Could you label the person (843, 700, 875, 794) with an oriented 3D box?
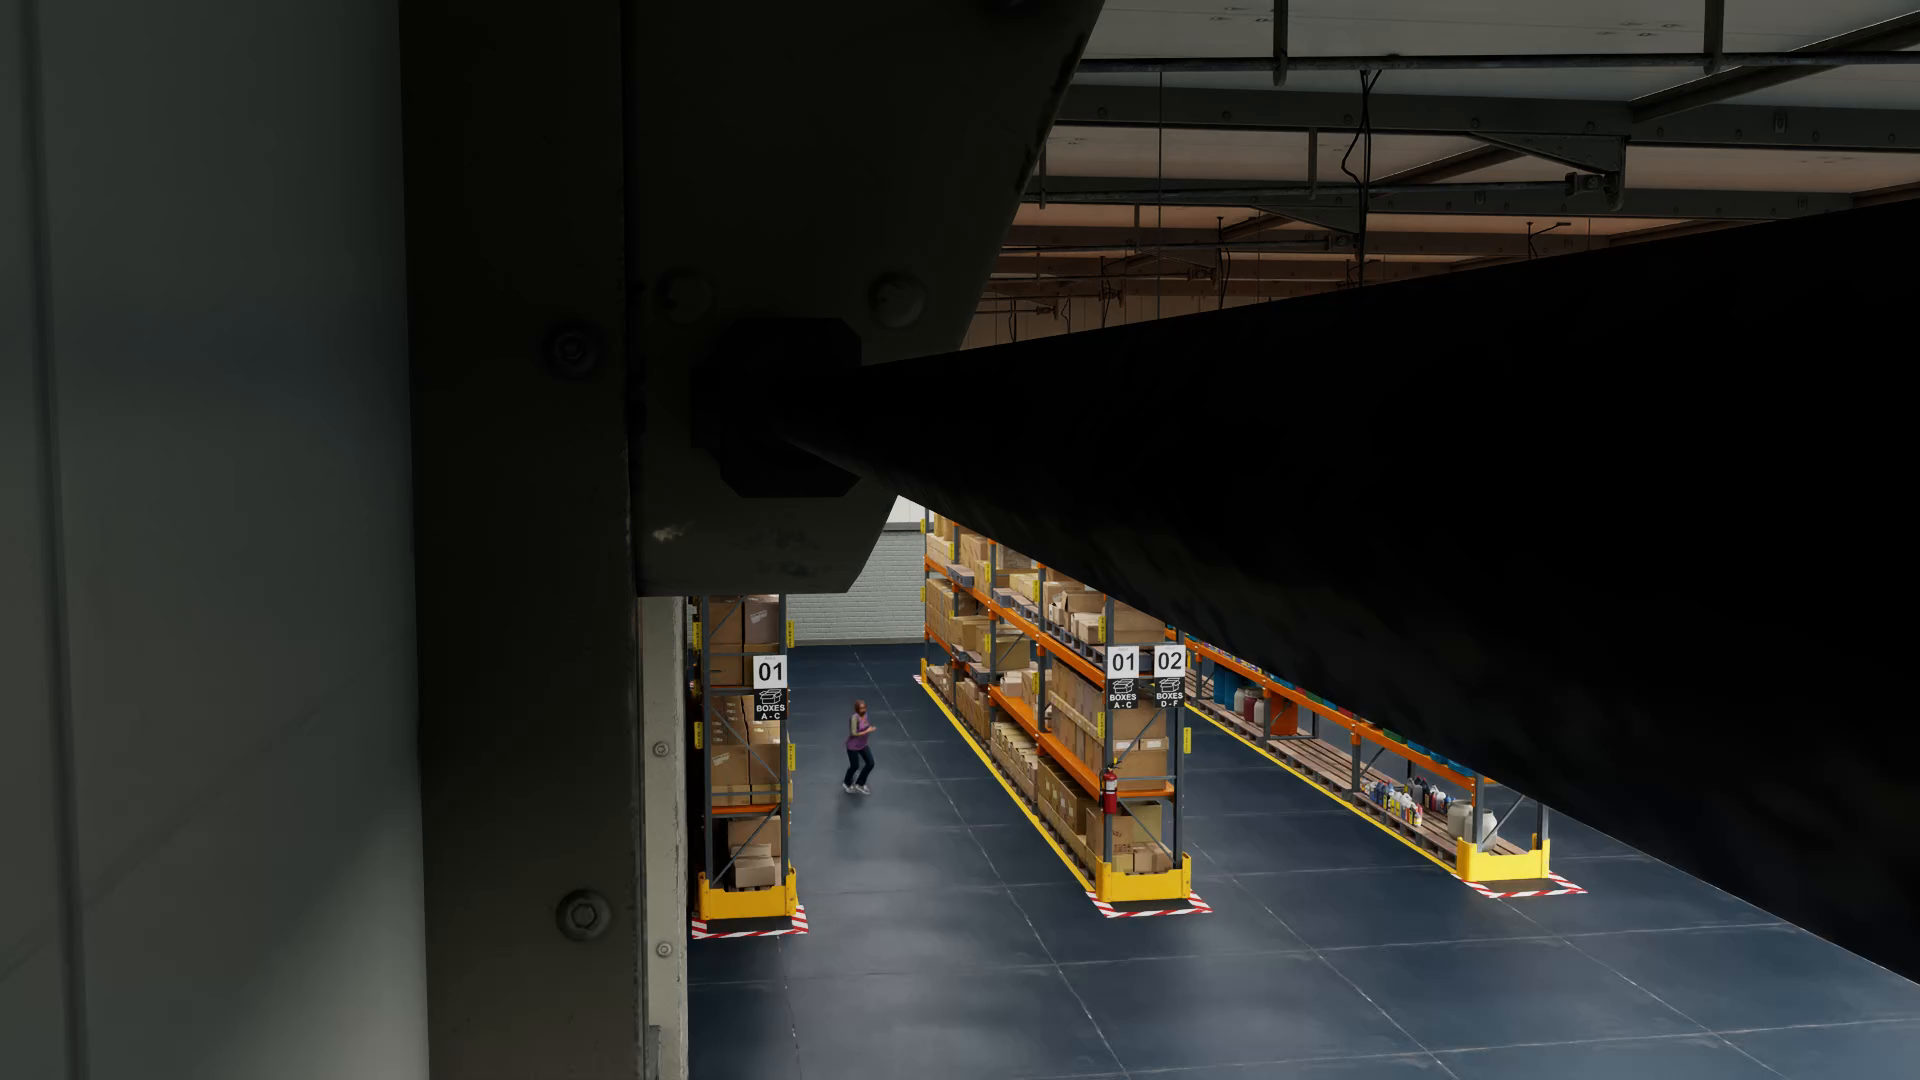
[{"bbox_3d":[-1.622,3.263,26.126,0.489,1.559,0.808,-5,7,-43],"label":"person"}]
